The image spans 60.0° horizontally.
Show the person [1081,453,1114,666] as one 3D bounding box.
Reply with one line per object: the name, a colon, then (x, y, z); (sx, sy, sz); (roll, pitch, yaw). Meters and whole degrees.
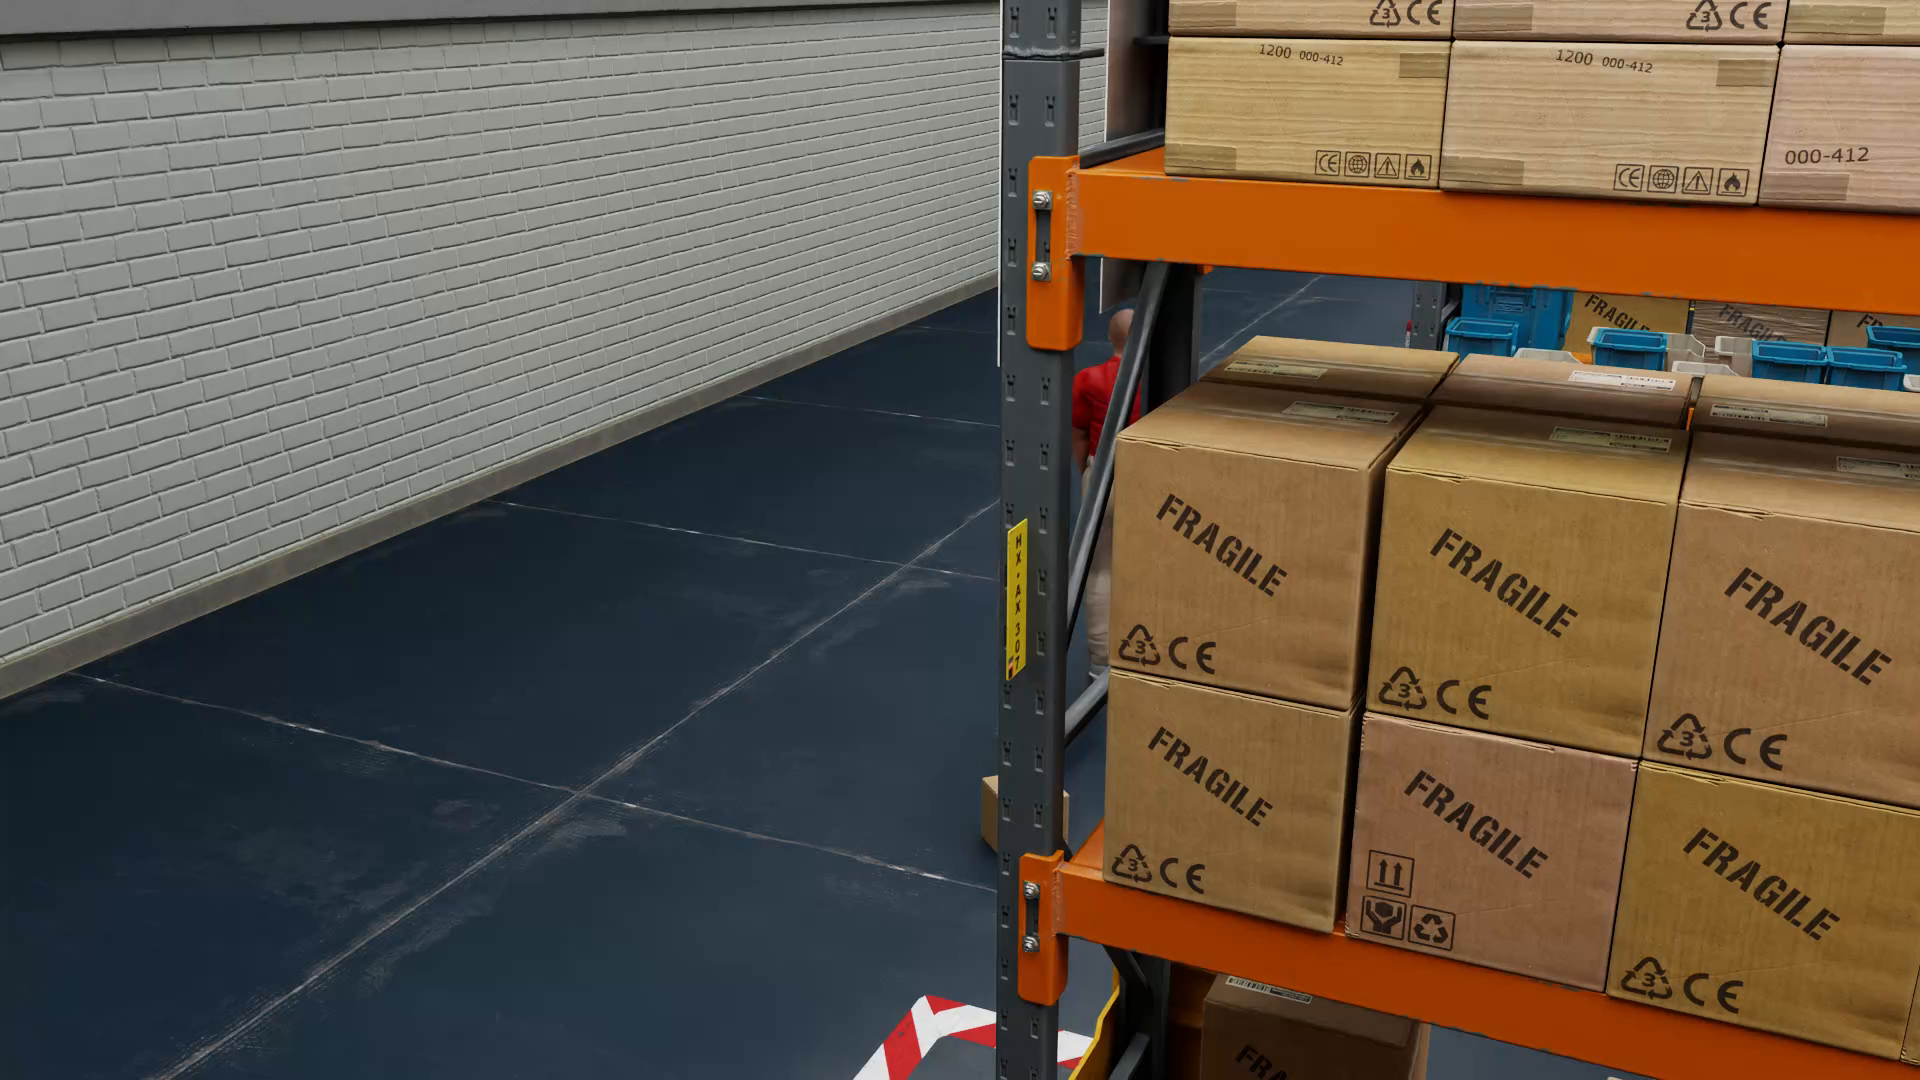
person: (0.783, -0.214, 7.632); (0.442, 1.541, 0.504); (7, 20, 19)
